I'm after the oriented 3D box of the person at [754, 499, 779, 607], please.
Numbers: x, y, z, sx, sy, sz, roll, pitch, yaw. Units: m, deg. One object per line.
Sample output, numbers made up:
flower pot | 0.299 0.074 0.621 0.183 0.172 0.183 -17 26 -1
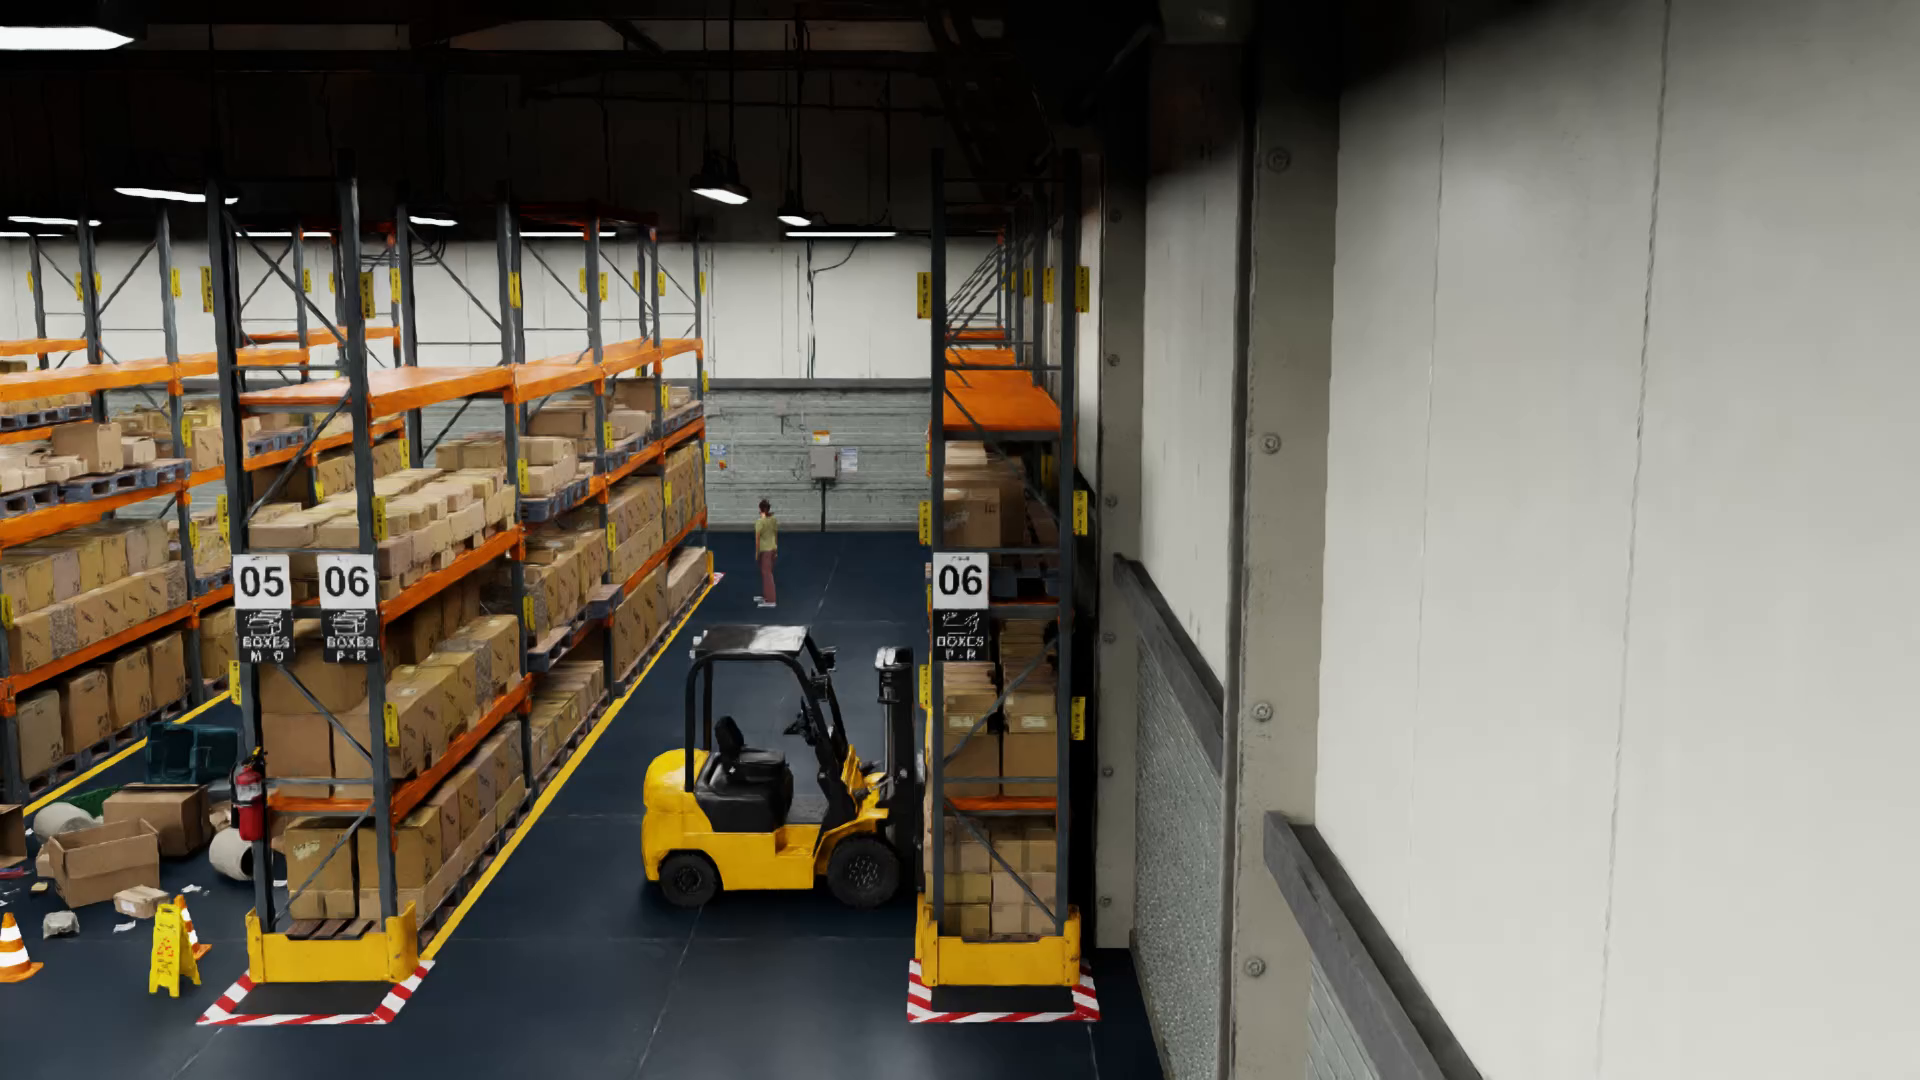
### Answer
person | -3.059 0.182 25.970 0.569 1.668 0.559 5 10 28
